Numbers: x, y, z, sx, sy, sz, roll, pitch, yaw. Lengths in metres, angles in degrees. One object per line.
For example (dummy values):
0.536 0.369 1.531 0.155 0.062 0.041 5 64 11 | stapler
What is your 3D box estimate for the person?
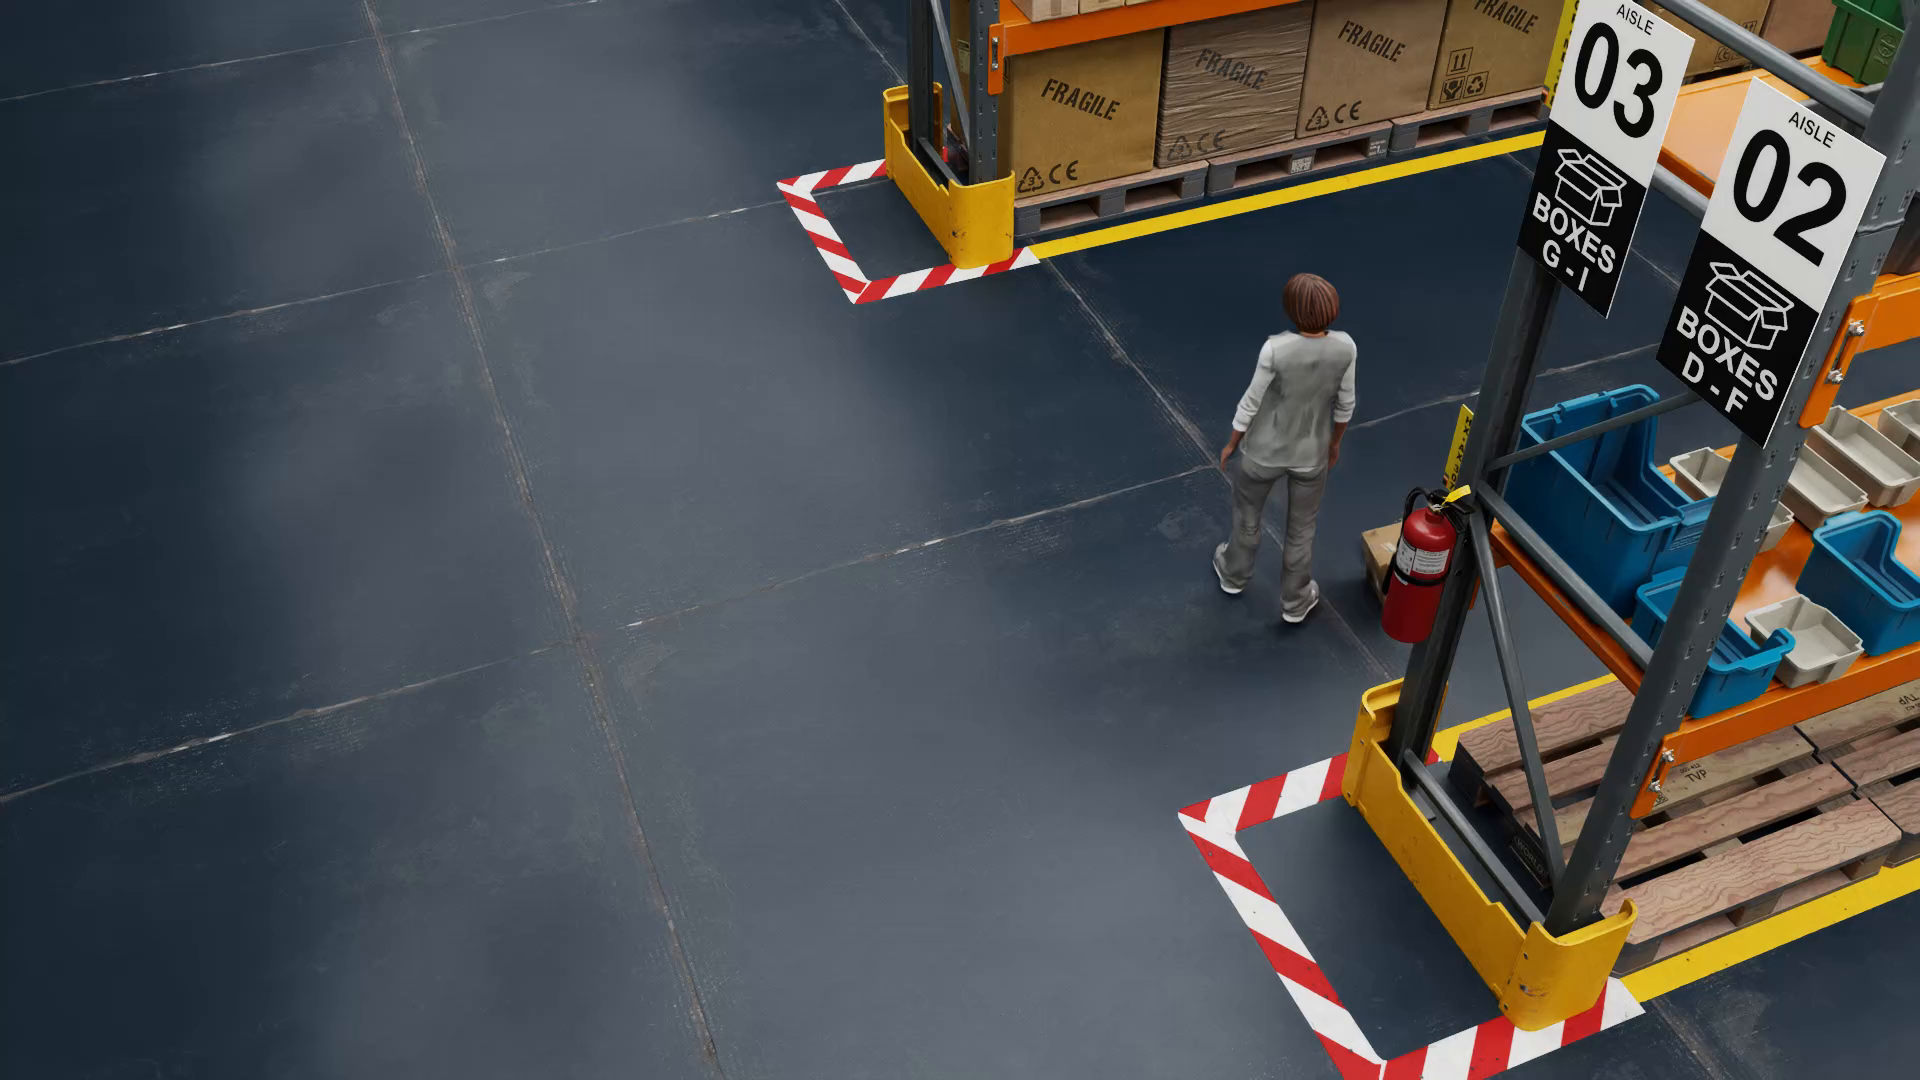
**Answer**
1.273 -0.370 6.549 0.496 1.583 0.475 -3 42 -3 | person
